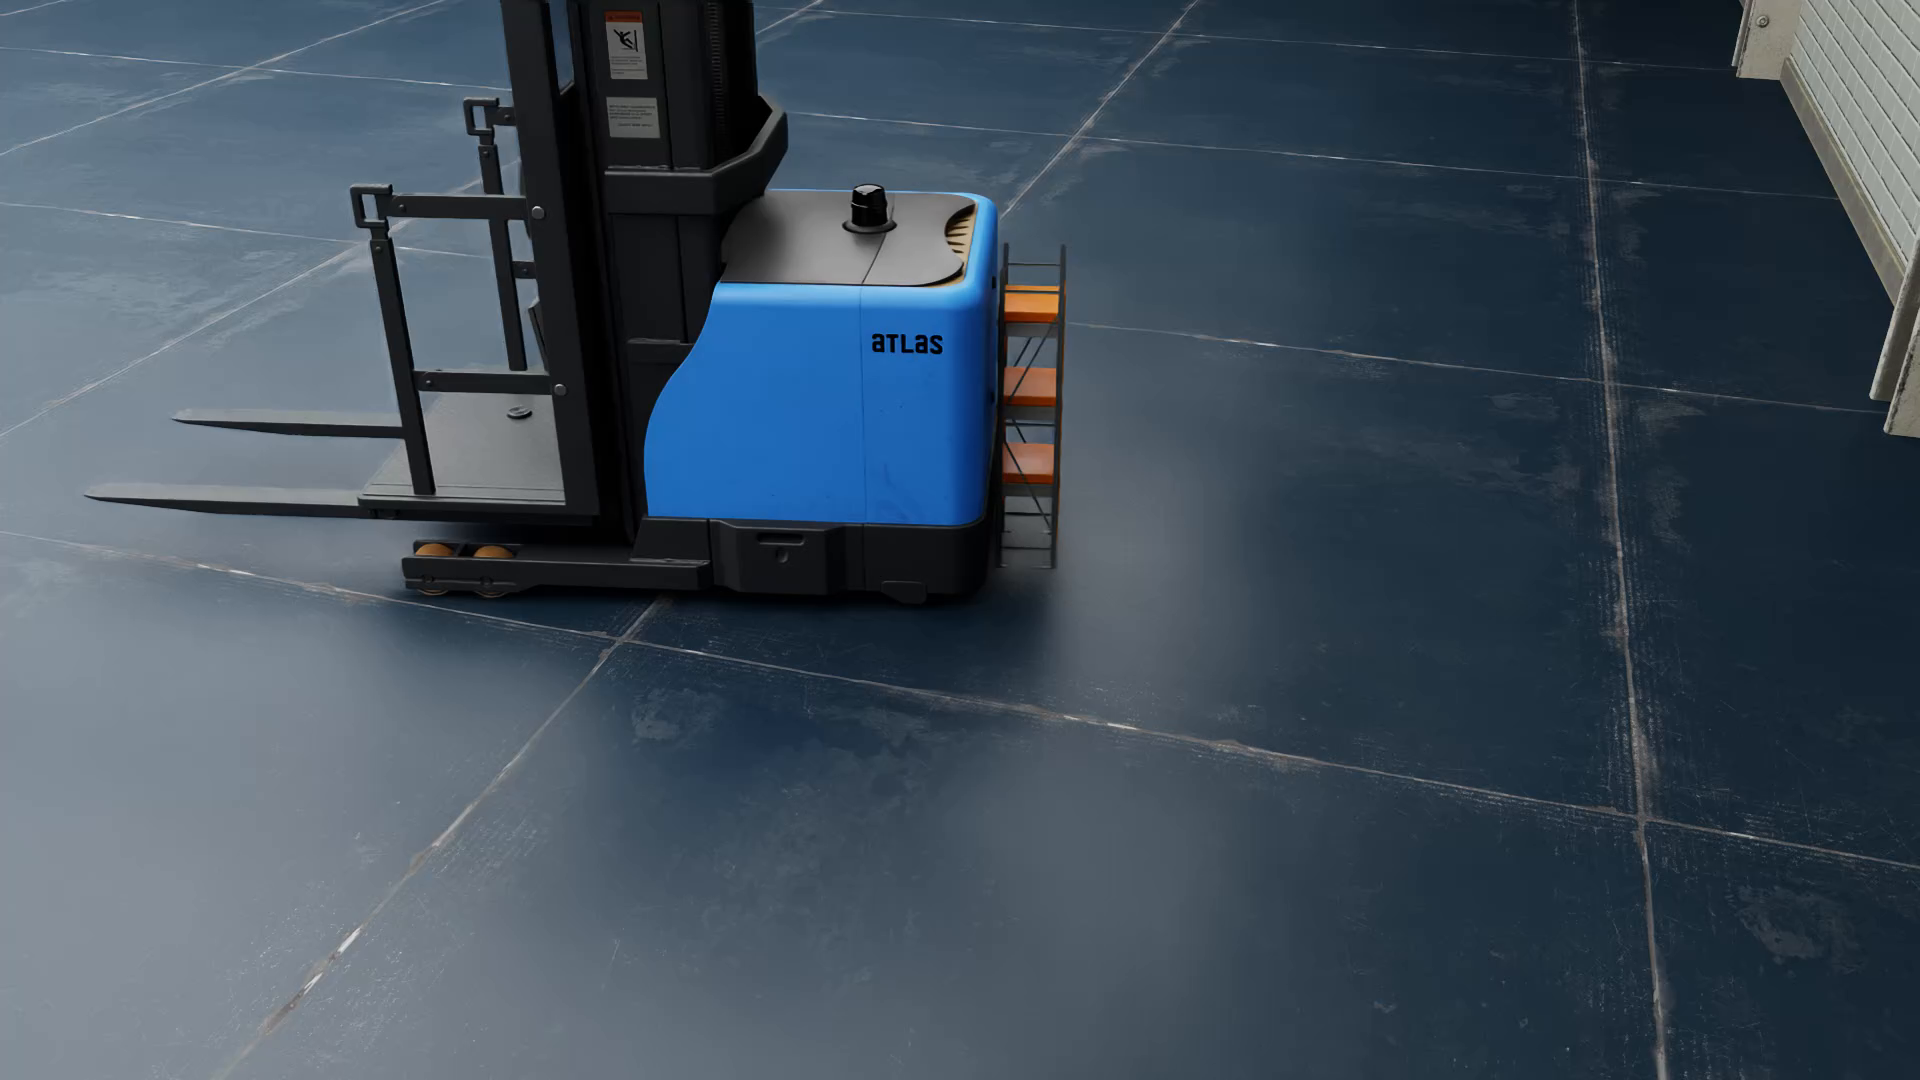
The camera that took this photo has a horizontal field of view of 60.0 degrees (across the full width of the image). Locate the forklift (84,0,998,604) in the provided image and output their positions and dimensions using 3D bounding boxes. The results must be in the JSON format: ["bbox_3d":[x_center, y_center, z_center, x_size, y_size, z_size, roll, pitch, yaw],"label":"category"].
[{"bbox_3d":[-1.399,-1.347,5.156,3.031,2.935,1.130,2,29,3],"label":"forklift"}]

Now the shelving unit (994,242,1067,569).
[{"bbox_3d":[0.229,-0.425,5.434,0.215,1.050,0.252,2,29,3],"label":"shelving unit"}]

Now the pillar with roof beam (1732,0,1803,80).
[{"bbox_3d":[1.469,-7.821,10.552,9.100,9.000,0.400,8,30,15],"label":"pillar with roof beam"}]

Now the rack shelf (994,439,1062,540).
[{"bbox_3d":[0.229,-0.173,5.575,0.215,0.259,0.240,2,29,3],"label":"rack shelf"}]

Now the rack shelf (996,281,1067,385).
[{"bbox_3d":[0.229,-0.664,5.302,0.215,0.259,0.240,2,29,3],"label":"rack shelf"}]

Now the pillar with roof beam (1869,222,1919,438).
[{"bbox_3d":[-0.292,-5.033,5.540,9.100,9.000,0.400,8,30,15],"label":"pillar with roof beam"}]

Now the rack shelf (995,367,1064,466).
[{"bbox_3d":[0.229,-0.416,5.440,0.215,0.259,0.240,2,29,3],"label":"rack shelf"}]

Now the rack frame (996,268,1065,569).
[{"bbox_3d":[0.221,-0.366,5.328,0.200,1.050,0.008,2,29,3],"label":"rack frame"}]

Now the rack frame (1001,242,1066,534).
[{"bbox_3d":[0.237,-0.484,5.541,0.200,1.050,0.008,2,29,3],"label":"rack frame"}]
